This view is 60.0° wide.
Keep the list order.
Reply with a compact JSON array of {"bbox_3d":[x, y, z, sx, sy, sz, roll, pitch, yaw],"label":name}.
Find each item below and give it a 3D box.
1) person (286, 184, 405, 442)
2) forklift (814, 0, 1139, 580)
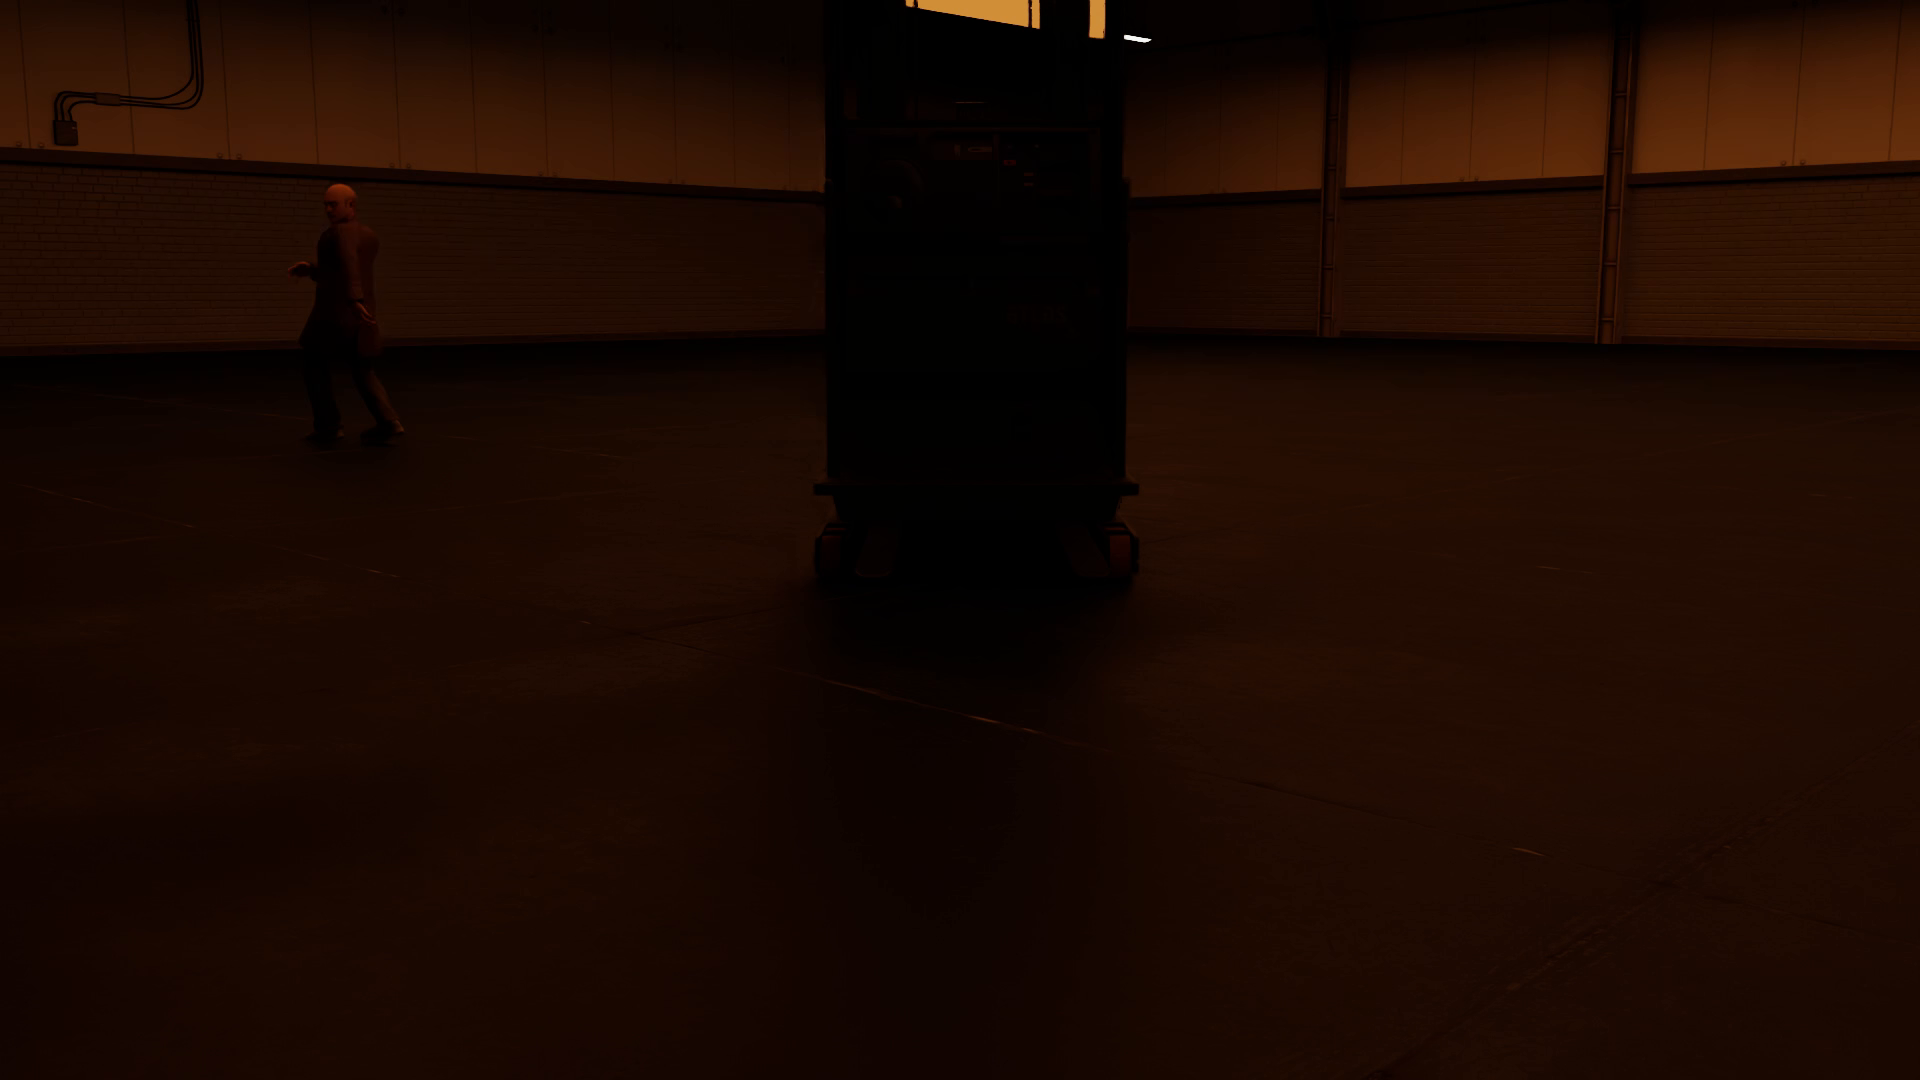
[{"bbox_3d":[-4.027,-1.459,10.863,1.005,1.700,0.609,5,10,30],"label":"person"},{"bbox_3d":[0.053,-1.353,5.856,1.130,2.935,3.031,0,9,0],"label":"forklift"}]
